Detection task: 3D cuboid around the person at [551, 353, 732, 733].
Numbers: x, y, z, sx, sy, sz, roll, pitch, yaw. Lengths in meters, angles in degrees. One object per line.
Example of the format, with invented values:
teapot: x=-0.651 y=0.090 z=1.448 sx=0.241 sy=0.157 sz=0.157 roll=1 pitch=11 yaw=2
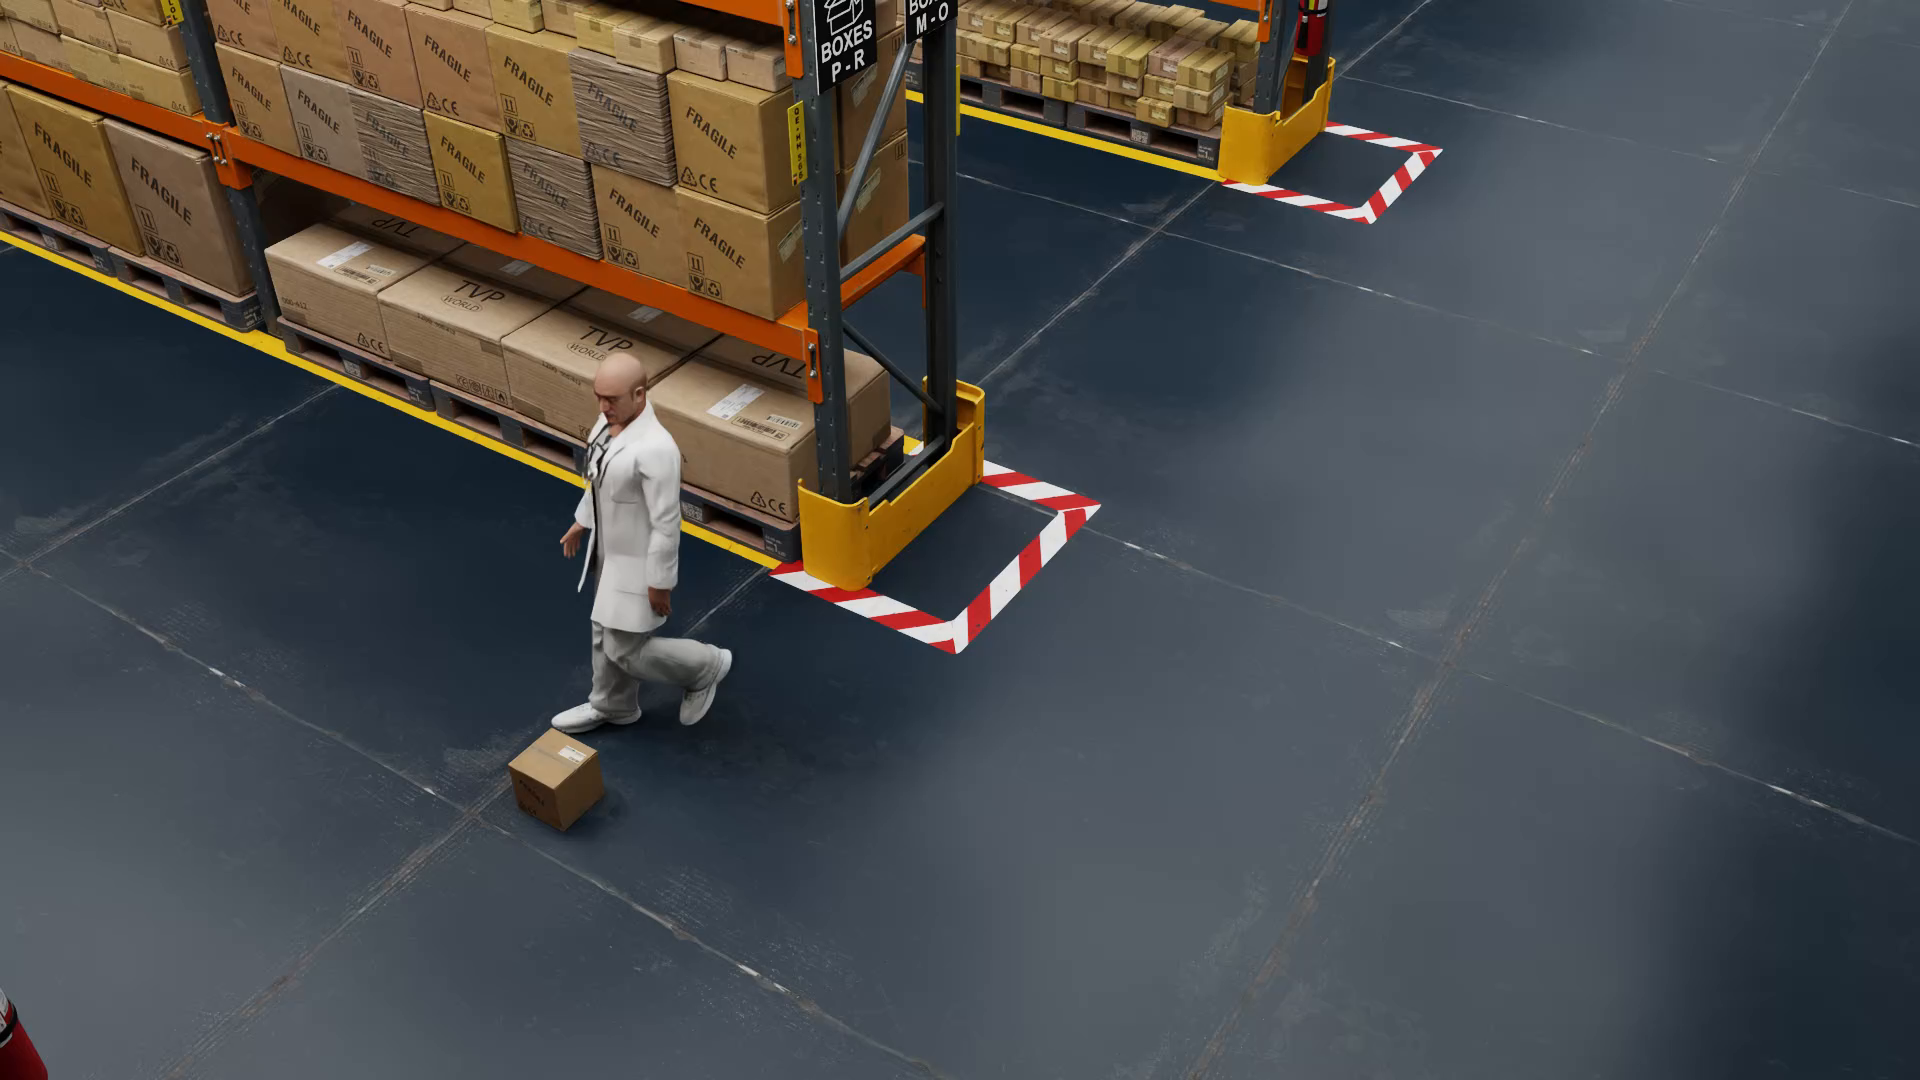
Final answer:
person: x=-1.352 y=0.064 z=6.607 sx=0.749 sy=1.760 sz=0.644 roll=-19 pitch=42 yaw=-23
